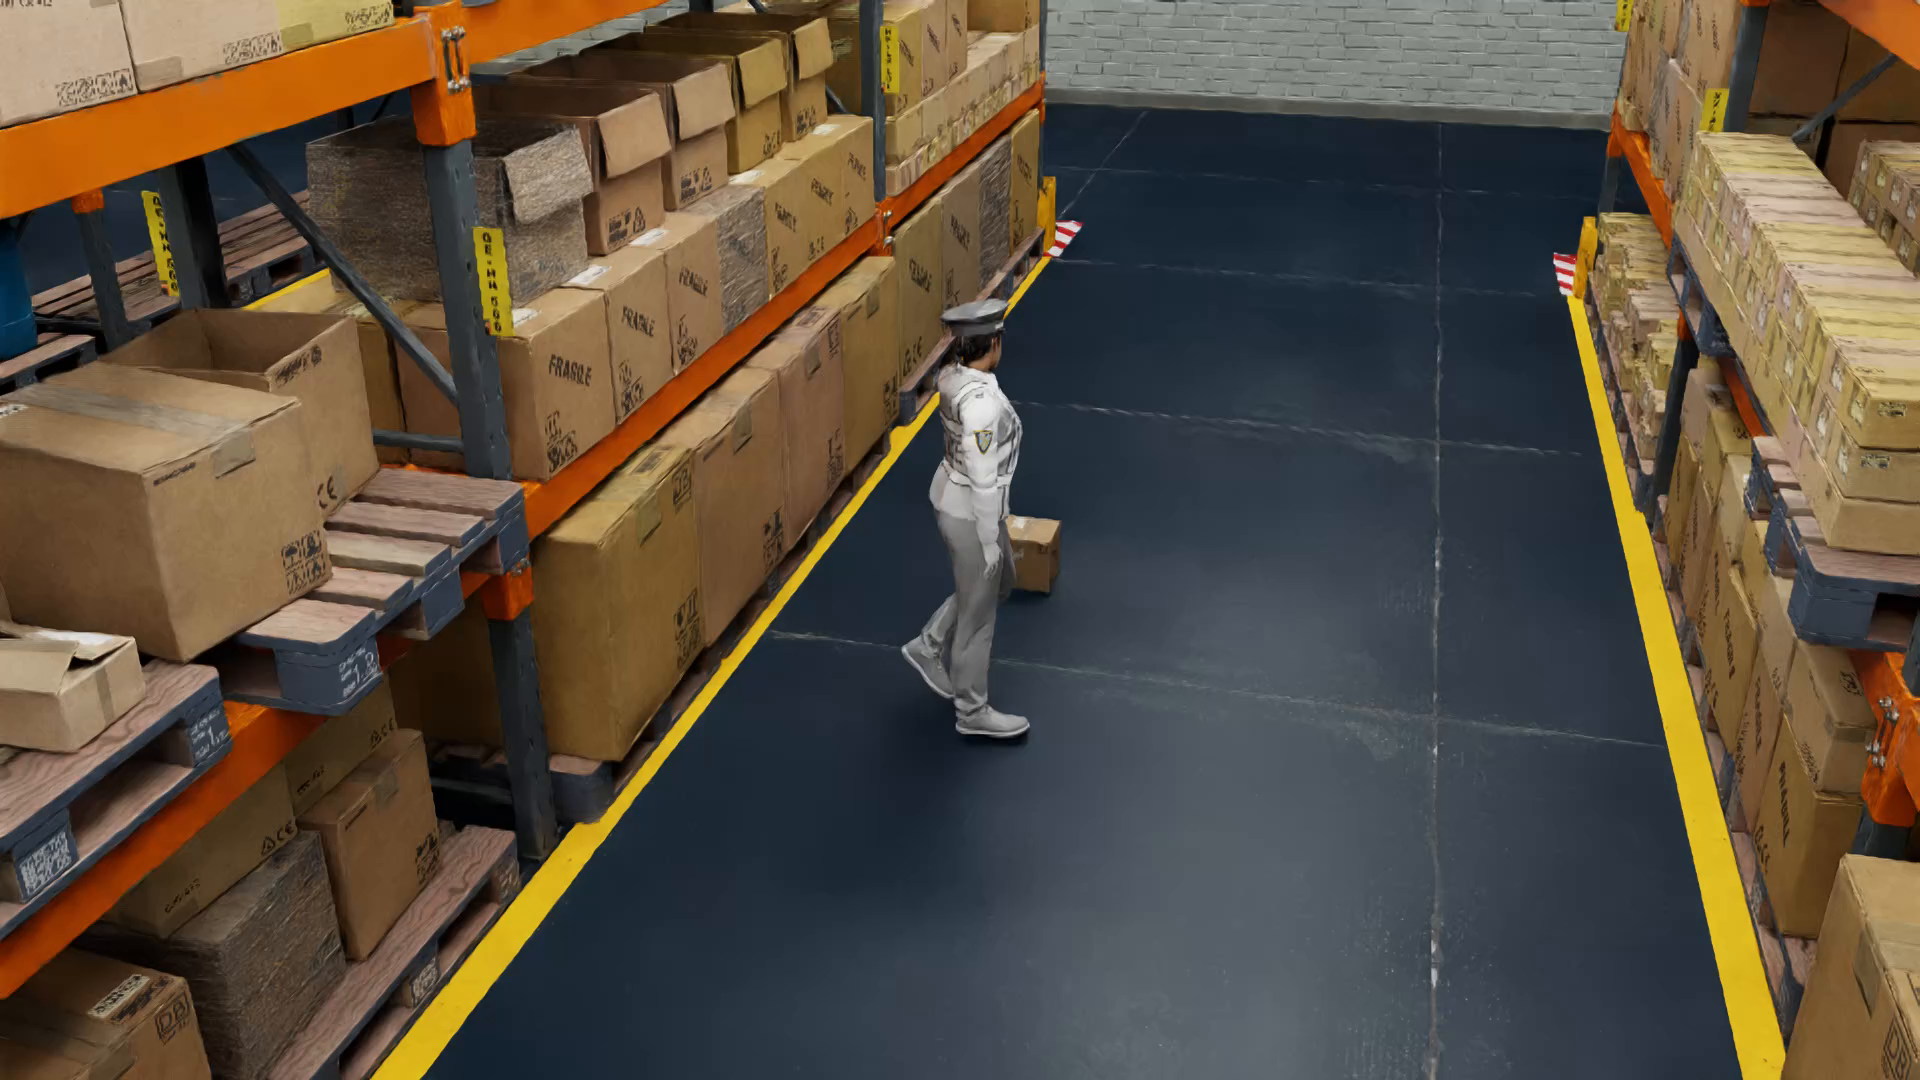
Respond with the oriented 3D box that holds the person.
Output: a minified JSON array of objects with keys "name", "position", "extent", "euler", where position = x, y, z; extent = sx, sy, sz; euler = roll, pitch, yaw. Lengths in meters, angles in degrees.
[{"name":"person","position":[0.024,-0.083,6.255],"extent":[0.438,1.647,0.552],"euler":[-4,26,-9]}]
